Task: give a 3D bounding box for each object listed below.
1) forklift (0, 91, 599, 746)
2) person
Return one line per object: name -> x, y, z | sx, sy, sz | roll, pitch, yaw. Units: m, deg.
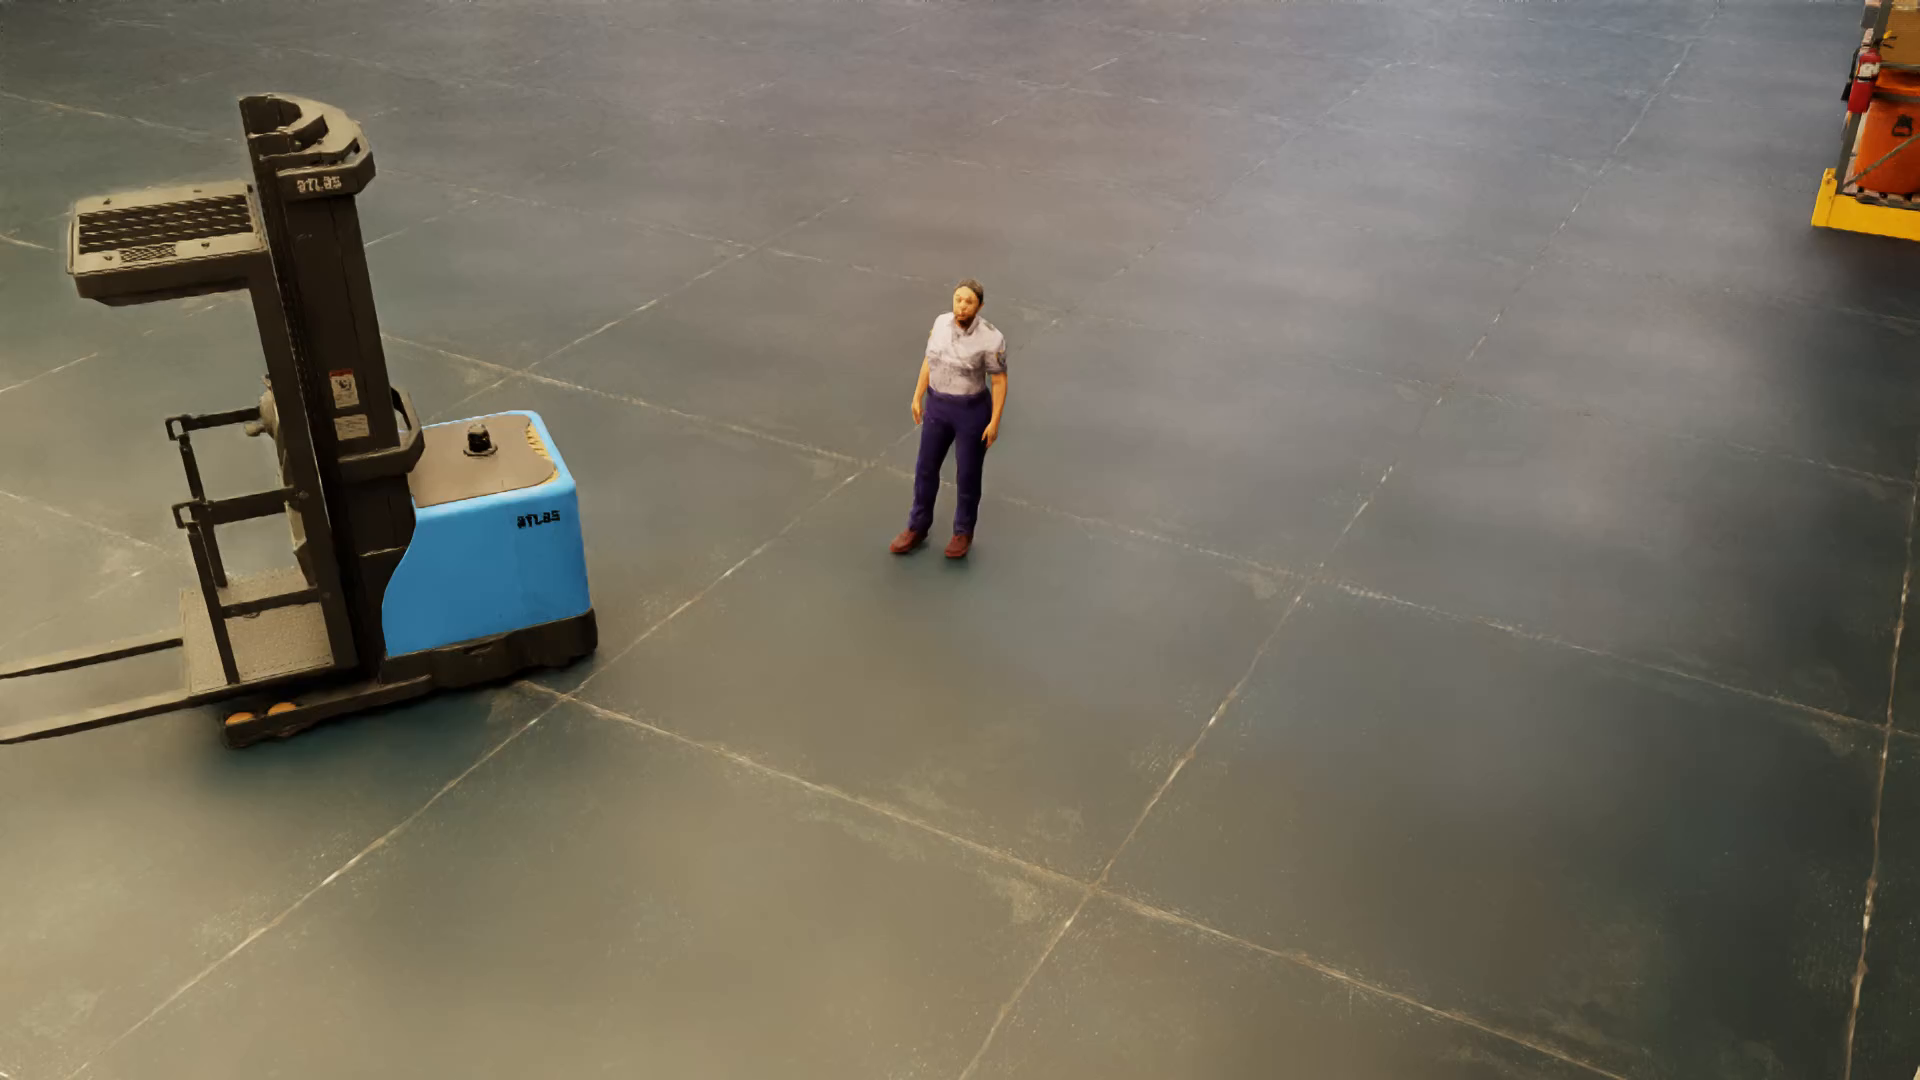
forklift -> -3.497, -0.551, 8.025 | 3.031, 2.935, 1.130 | -13, 32, -21
person -> -0.063, -0.686, 9.529 | 0.599, 1.650, 0.502 | 15, 33, 25
